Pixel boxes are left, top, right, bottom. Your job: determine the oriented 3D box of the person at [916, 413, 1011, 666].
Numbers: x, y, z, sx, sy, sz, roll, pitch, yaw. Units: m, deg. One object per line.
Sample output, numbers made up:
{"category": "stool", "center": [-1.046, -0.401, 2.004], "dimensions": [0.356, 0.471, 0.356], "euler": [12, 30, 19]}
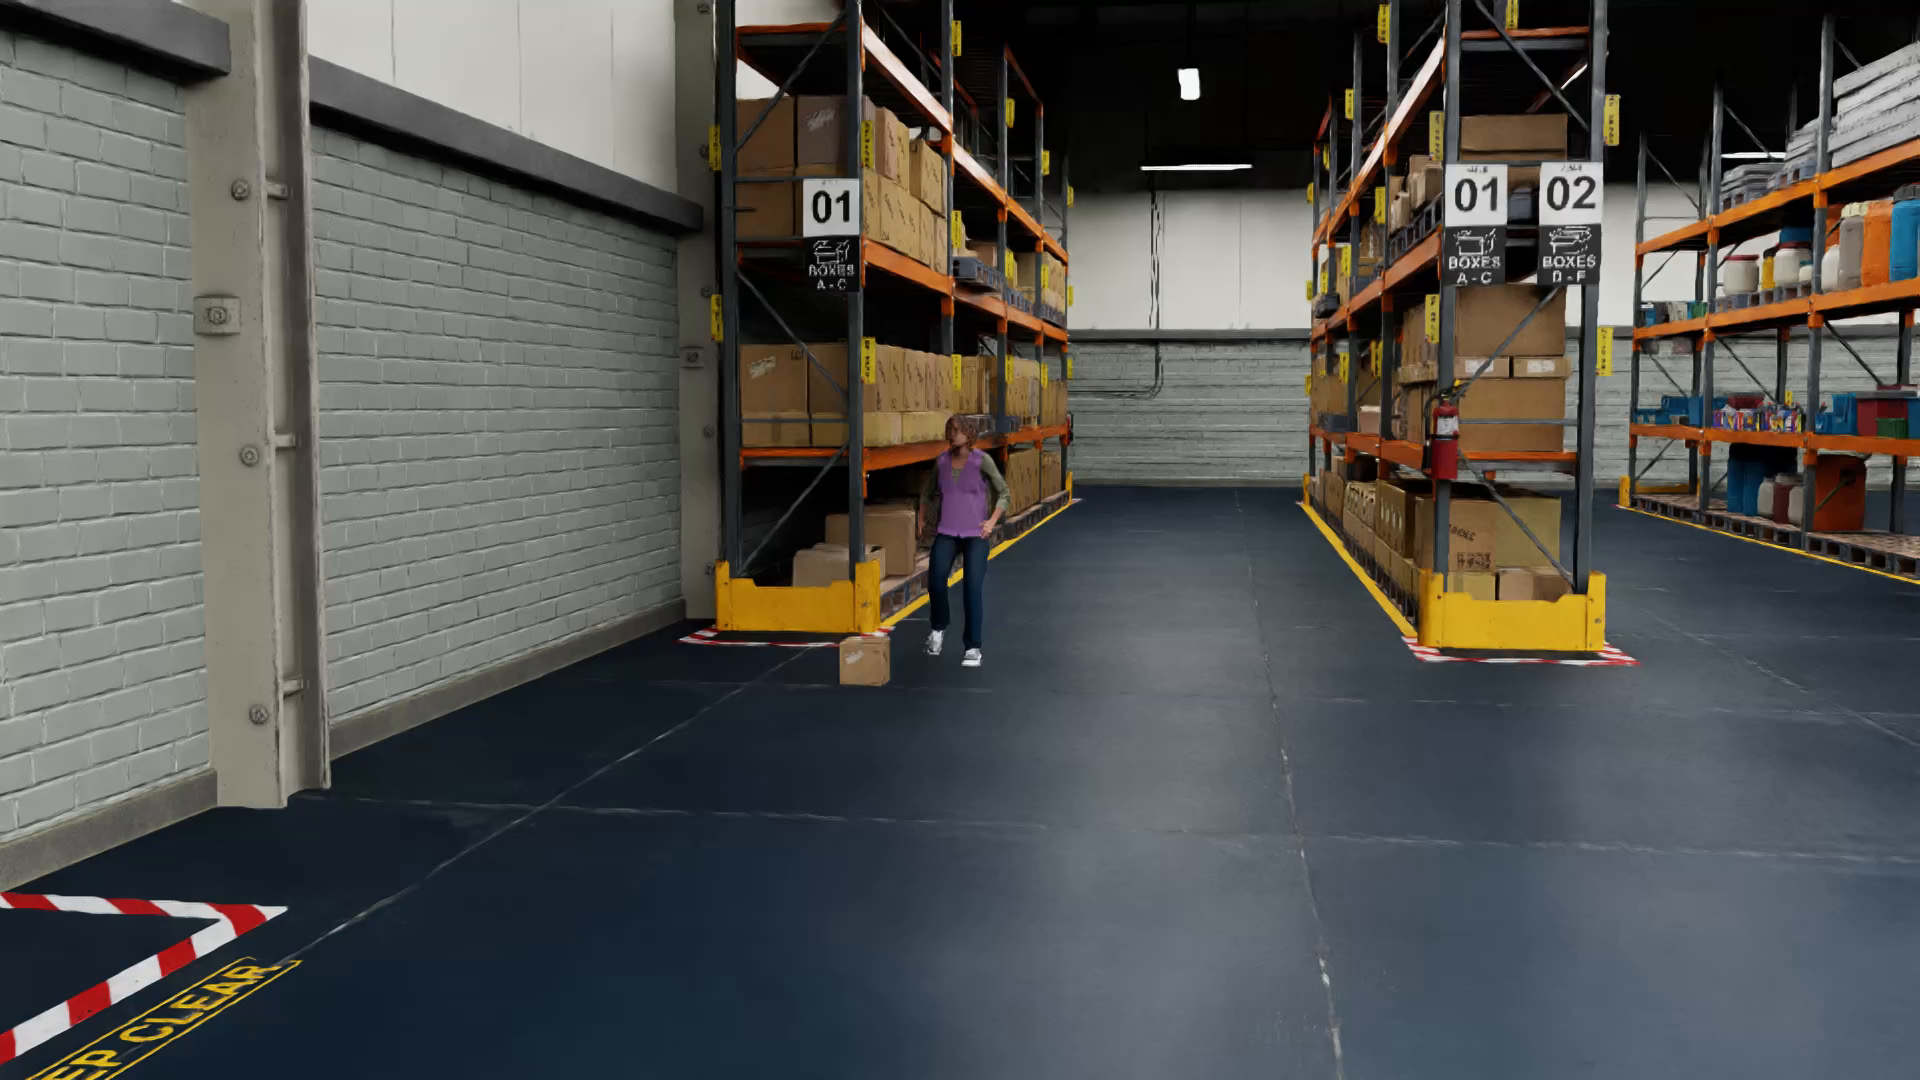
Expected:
{"category": "person", "center": [0.014, -0.003, 10.340], "dimensions": [0.600, 1.572, 0.434], "euler": [1, 5, 11]}
